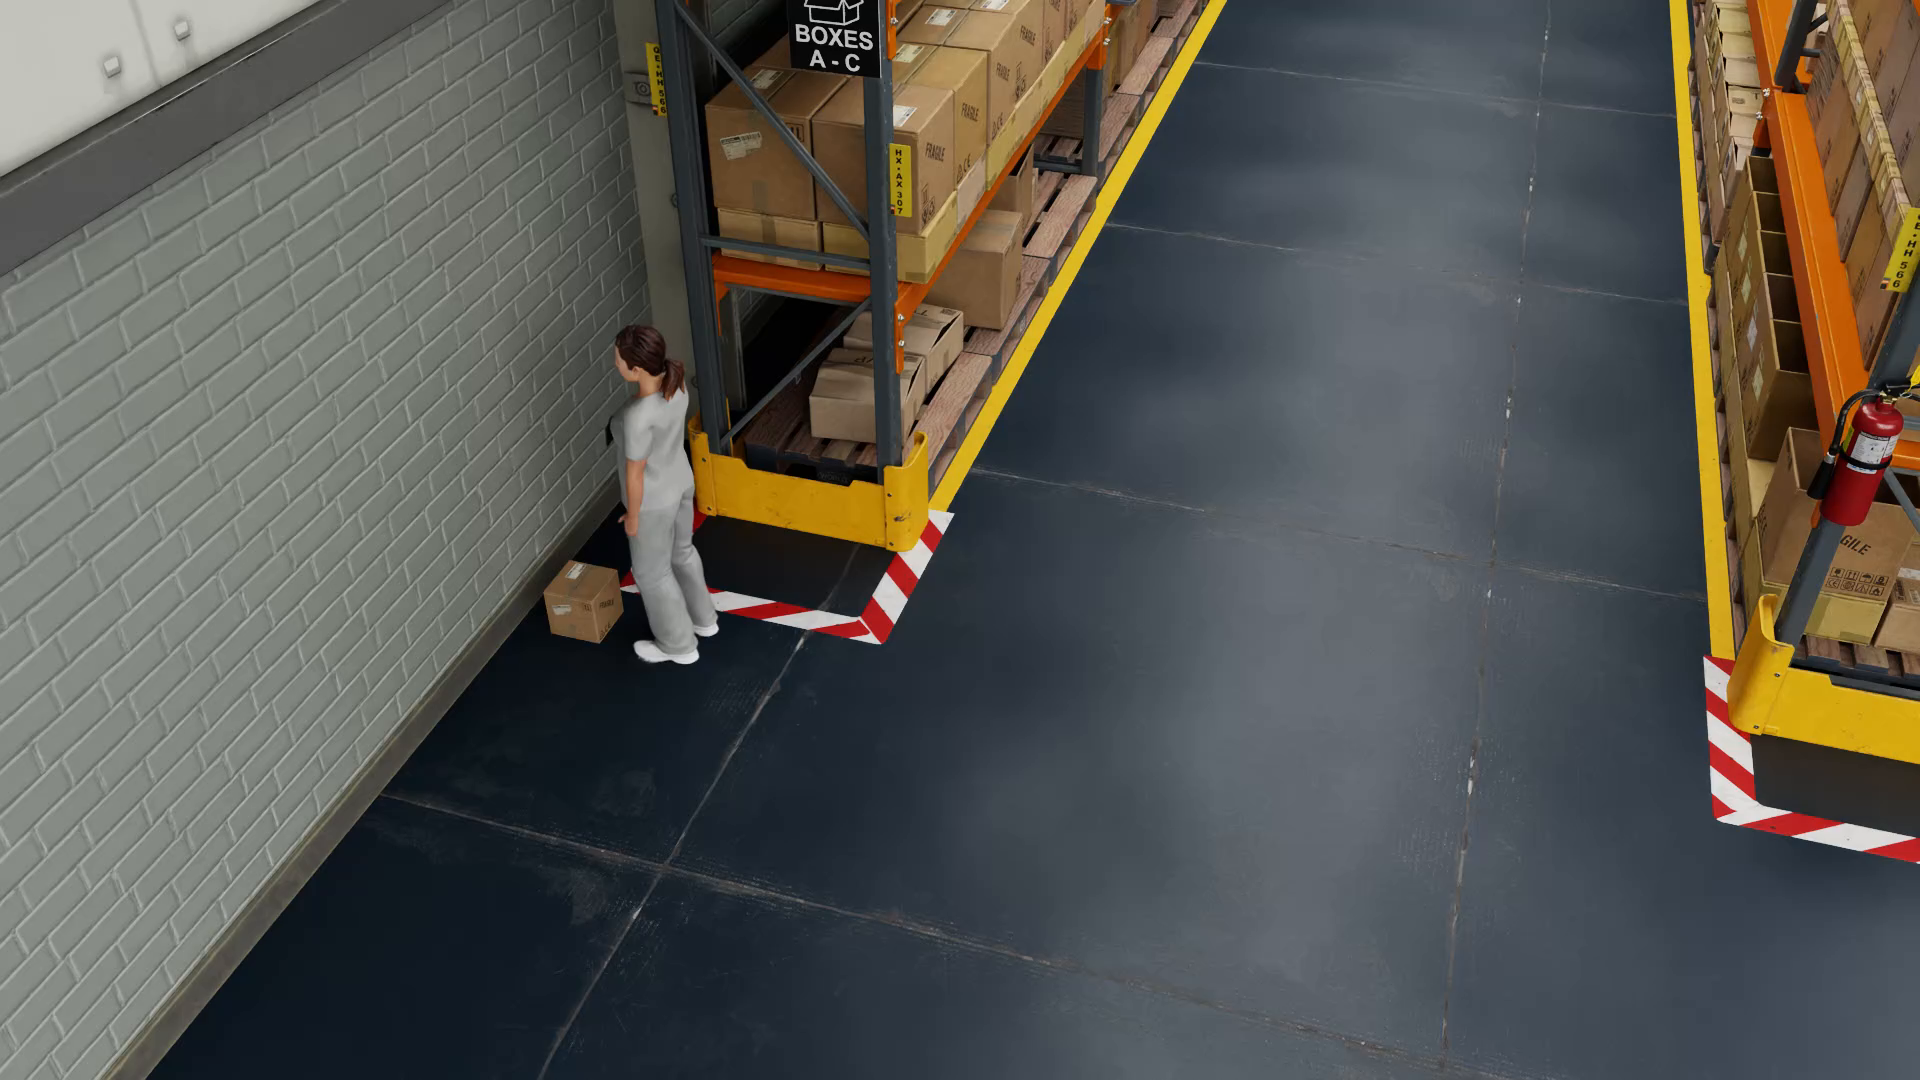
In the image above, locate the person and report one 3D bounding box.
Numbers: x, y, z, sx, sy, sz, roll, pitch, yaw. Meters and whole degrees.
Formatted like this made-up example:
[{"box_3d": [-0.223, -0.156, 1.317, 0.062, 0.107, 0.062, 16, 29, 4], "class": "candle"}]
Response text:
[{"box_3d": [-1.289, -0.185, 7.140, 0.349, 1.672, 0.438, 12, 39, 15], "class": "person"}]
